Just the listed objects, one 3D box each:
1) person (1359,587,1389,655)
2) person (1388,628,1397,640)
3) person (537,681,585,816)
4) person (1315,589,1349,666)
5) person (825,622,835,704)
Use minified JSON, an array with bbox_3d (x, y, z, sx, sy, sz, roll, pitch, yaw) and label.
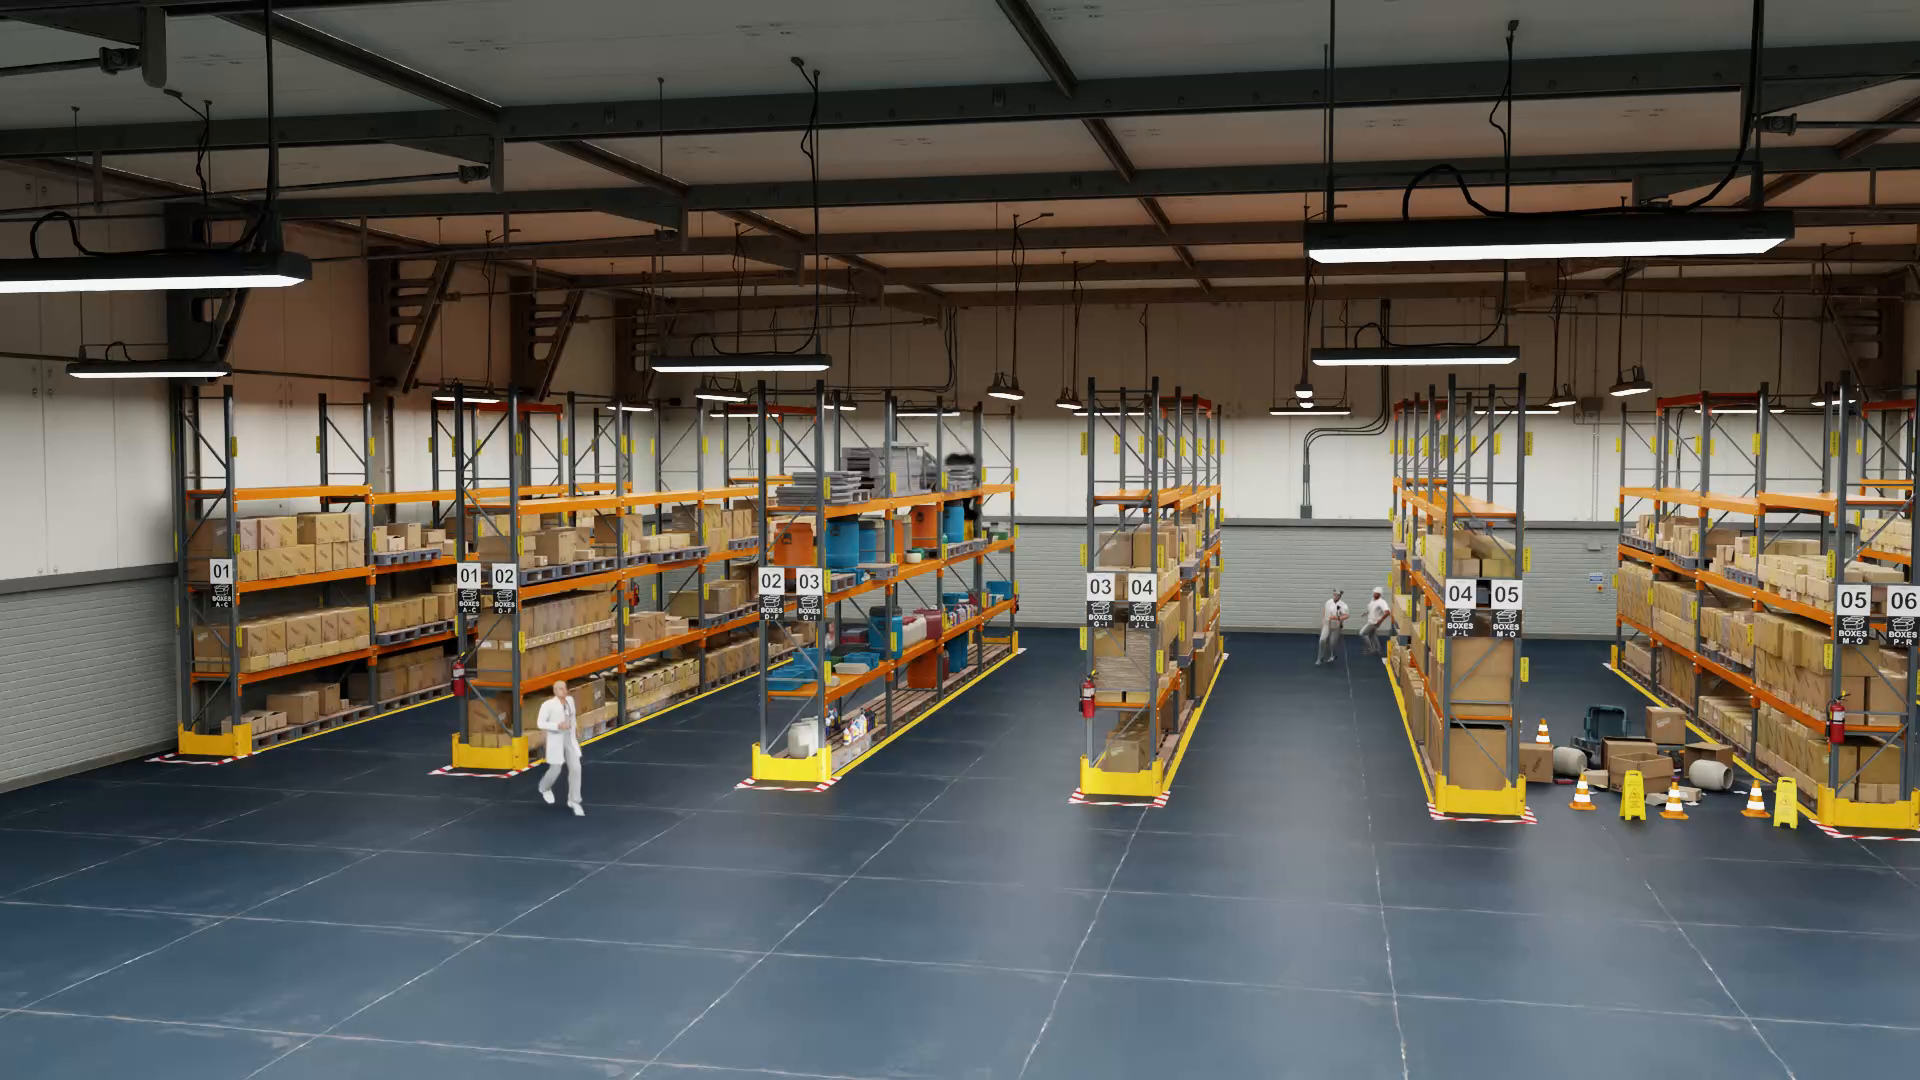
[{"bbox_3d":[9.909,1.958,39.829,0.691,1.691,0.794,1,3,12],"label":"person"},{"bbox_3d":[10.457,1.954,39.587,0.512,1.675,0.638,0,3,5],"label":"person"},{"bbox_3d":[-5.511,2.842,22.869,0.711,1.836,1.015,-3,4,-44],"label":"person"},{"bbox_3d":[8.583,1.996,38.159,0.687,1.774,0.865,2,4,32],"label":"person"},{"bbox_3d":[-2.471,2.399,32.782,0.559,1.576,0.695,1,3,15],"label":"person"}]
